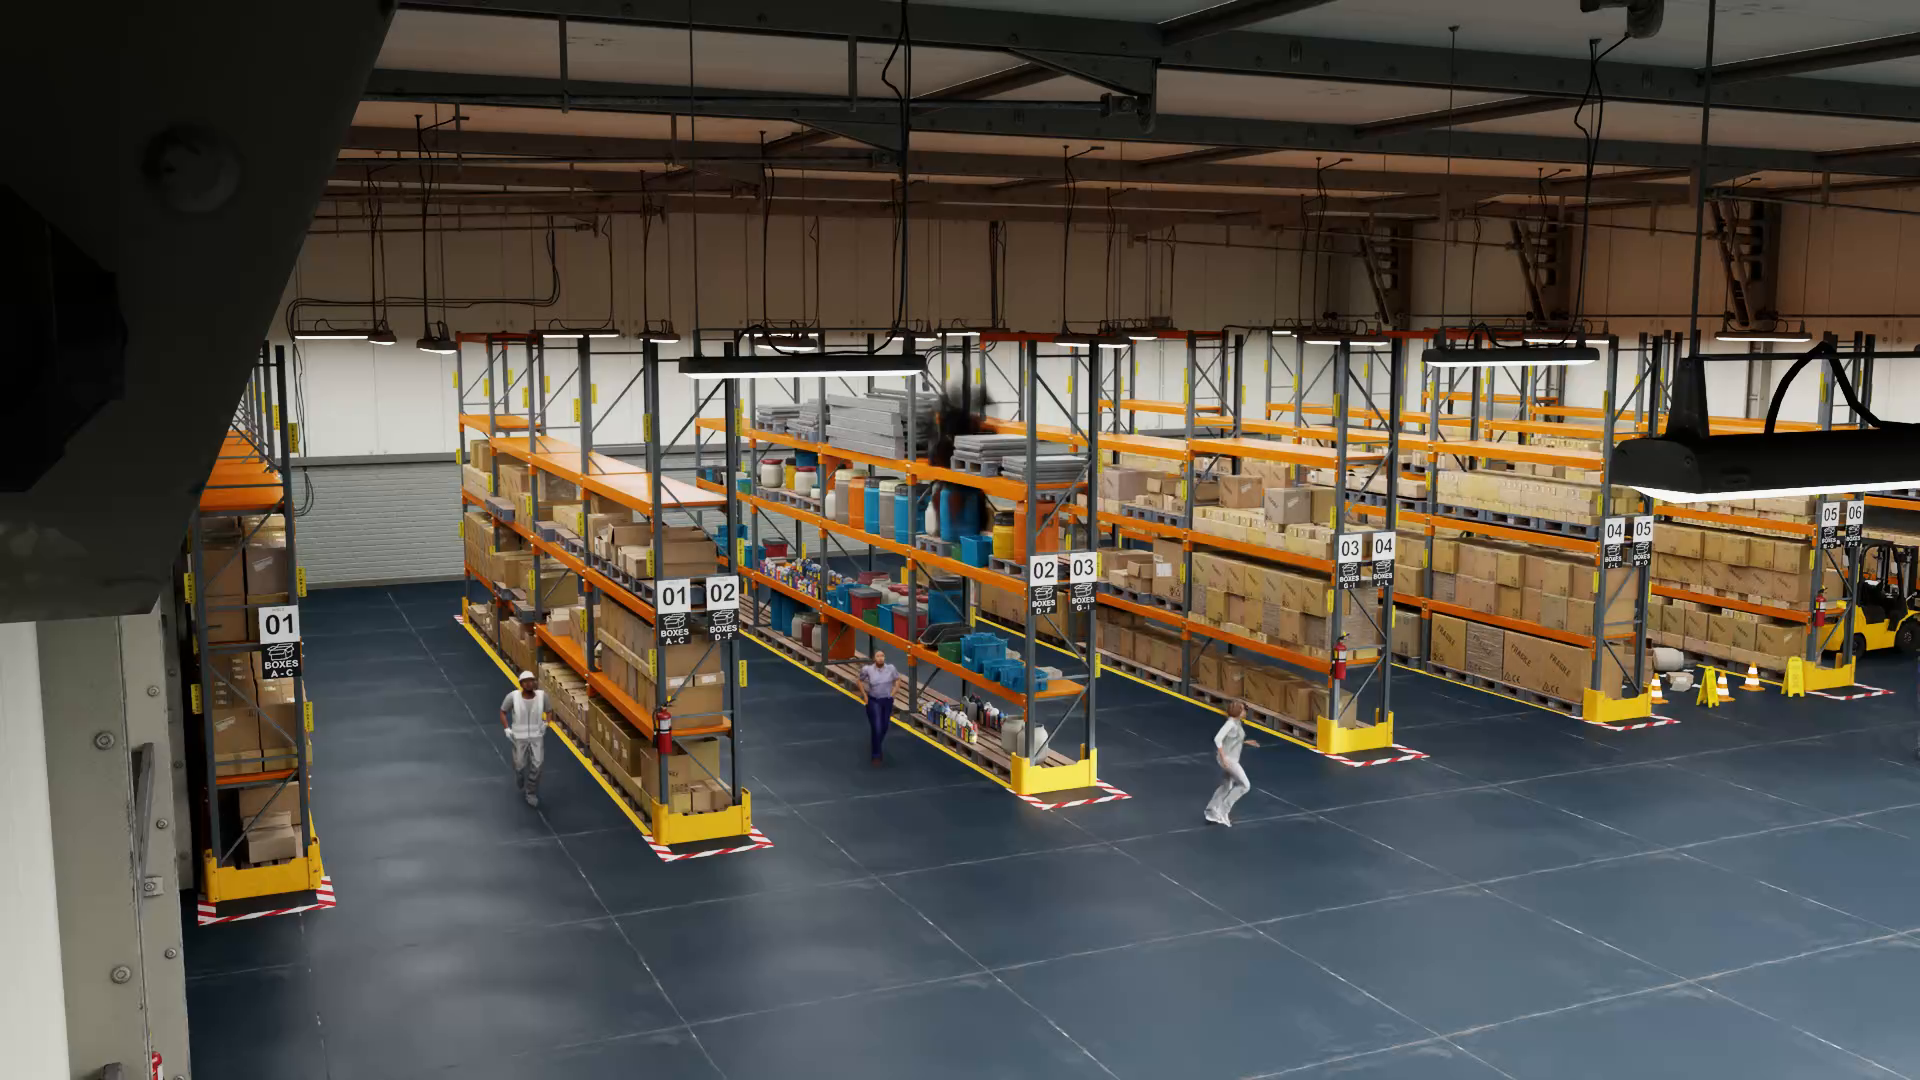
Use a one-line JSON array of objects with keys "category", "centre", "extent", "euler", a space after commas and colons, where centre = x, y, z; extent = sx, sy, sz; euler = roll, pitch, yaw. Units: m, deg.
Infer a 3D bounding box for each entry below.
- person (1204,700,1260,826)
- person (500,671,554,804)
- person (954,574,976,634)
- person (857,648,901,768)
[{"category": "person", "centre": [3.387, 2.764, 20.669], "extent": [0.662, 1.571, 0.538], "euler": [1, 8, 8]}, {"category": "person", "centre": [-5.643, 2.560, 21.718], "extent": [0.684, 1.740, 0.626], "euler": [-3, 8, -19]}, {"category": "person", "centre": [0.022, 1.251, 31.258], "extent": [0.663, 1.822, 0.902], "euler": [-4, 9, -26]}, {"category": "person", "centre": [-1.153, 2.361, 23.658], "extent": [0.612, 1.715, 0.721], "euler": [-3, 8, -21]}]
